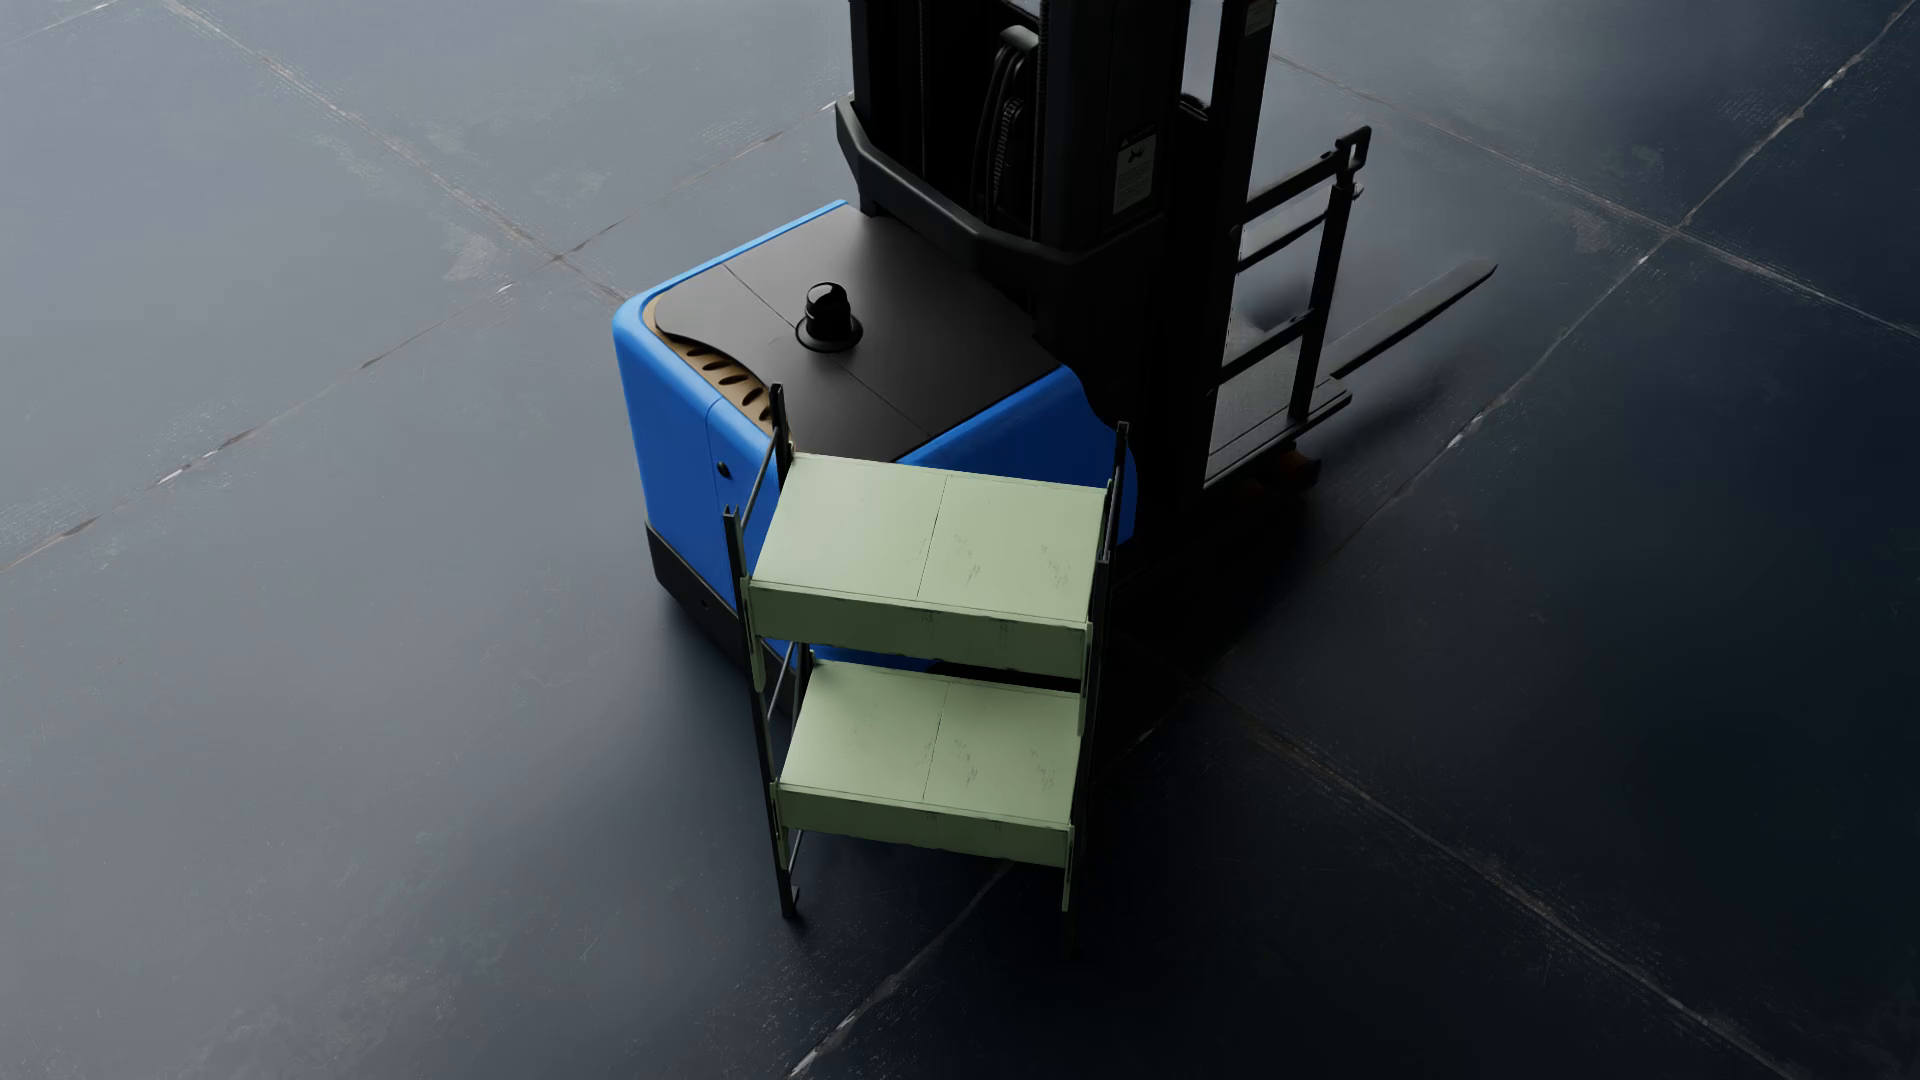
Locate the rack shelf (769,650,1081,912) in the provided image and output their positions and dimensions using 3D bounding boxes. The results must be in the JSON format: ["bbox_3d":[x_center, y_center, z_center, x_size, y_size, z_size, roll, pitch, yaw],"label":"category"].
[{"bbox_3d":[-0.057,0.592,4.113,0.720,0.370,0.431,7,47,7],"label":"rack shelf"}]

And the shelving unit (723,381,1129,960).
[{"bbox_3d":[-0.057,0.369,3.875,0.755,1.500,0.431,7,47,7],"label":"shelving unit"}]

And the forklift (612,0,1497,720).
[{"bbox_3d":[0.522,-1.300,4.460,3.031,2.935,1.130,-32,54,-26],"label":"forklift"}]

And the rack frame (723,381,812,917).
[{"bbox_3d":[-0.418,0.324,3.917,0.023,1.500,0.400,7,47,7],"label":"rack frame"}]

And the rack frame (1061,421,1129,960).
[{"bbox_3d":[0.304,0.413,3.833,0.023,1.500,0.400,7,47,7],"label":"rack frame"}]

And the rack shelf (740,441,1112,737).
[{"bbox_3d":[-0.057,0.101,3.591,0.720,0.370,0.431,7,47,7],"label":"rack shelf"}]
